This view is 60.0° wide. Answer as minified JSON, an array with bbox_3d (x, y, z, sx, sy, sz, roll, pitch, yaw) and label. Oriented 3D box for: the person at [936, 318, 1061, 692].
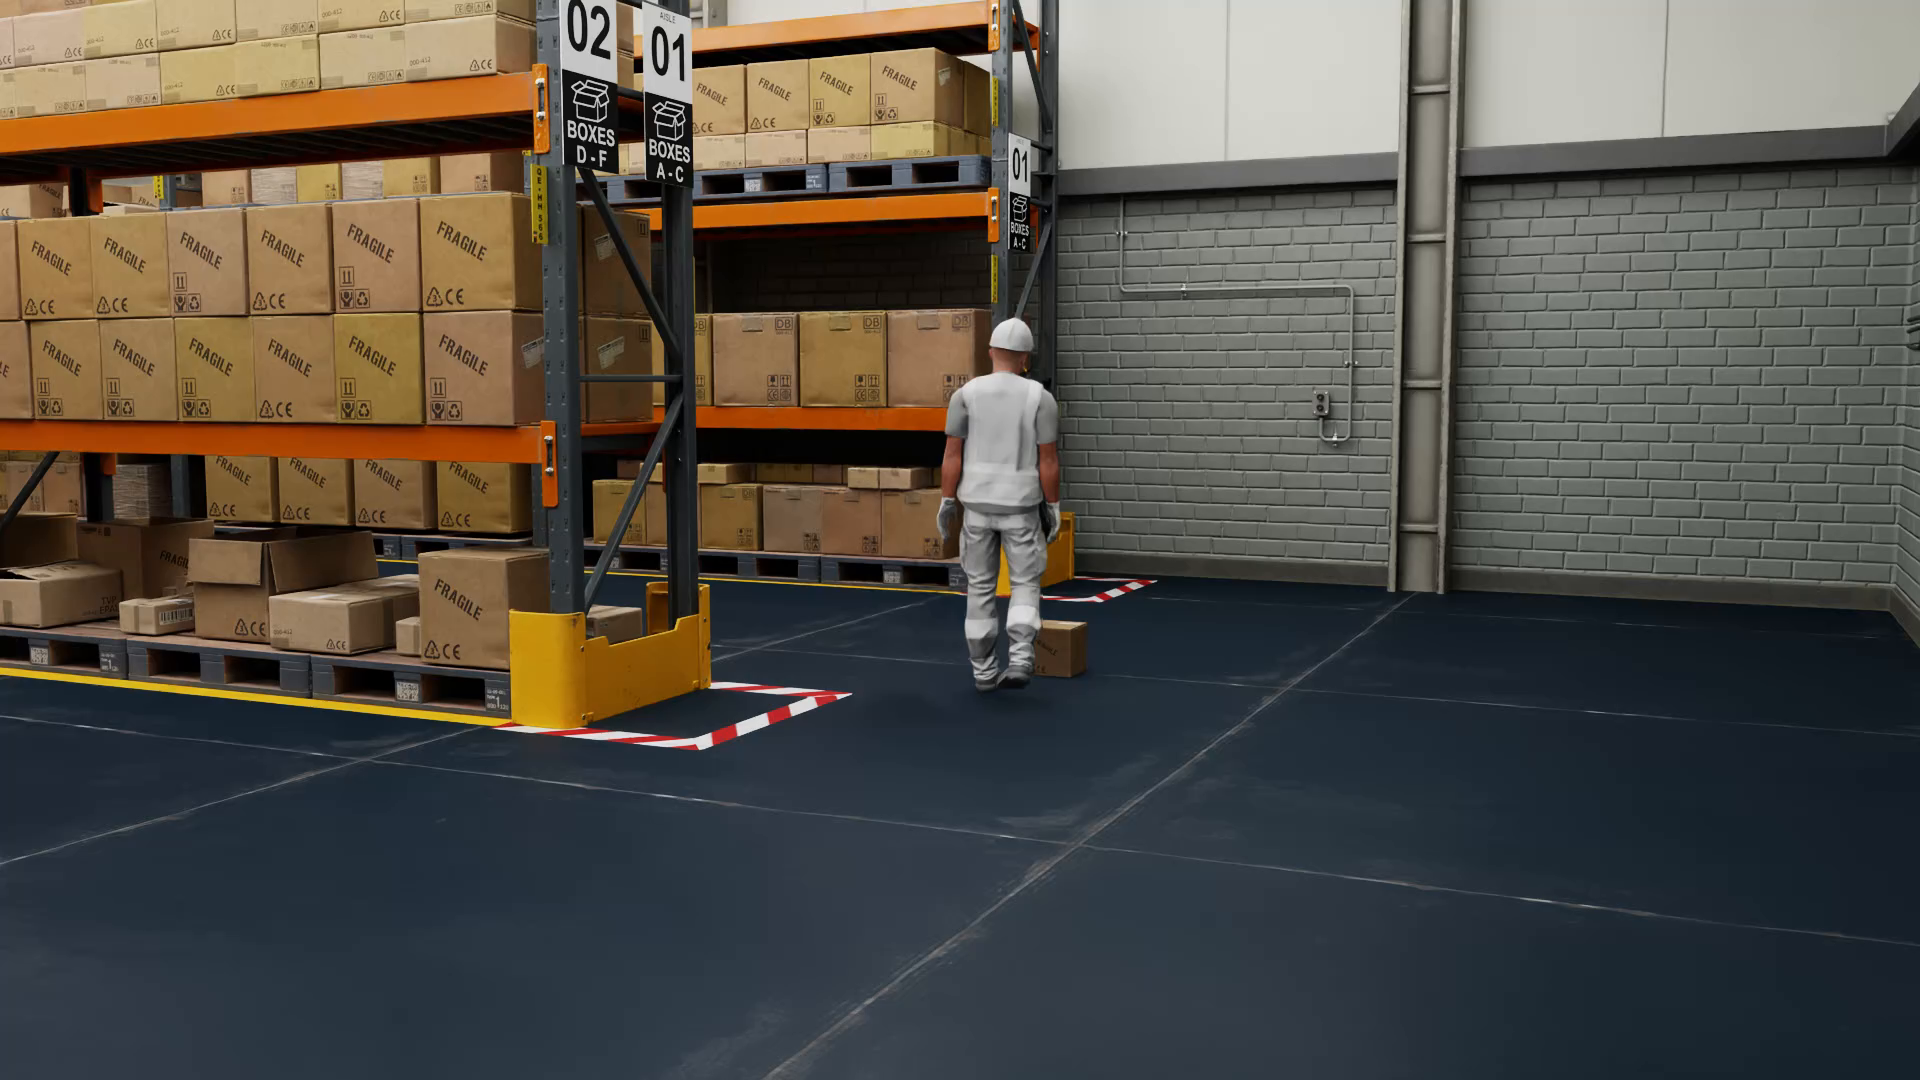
[{"bbox_3d":[0.186,-0.151,7.867,0.585,1.782,0.670,1,6,9],"label":"person"}]
